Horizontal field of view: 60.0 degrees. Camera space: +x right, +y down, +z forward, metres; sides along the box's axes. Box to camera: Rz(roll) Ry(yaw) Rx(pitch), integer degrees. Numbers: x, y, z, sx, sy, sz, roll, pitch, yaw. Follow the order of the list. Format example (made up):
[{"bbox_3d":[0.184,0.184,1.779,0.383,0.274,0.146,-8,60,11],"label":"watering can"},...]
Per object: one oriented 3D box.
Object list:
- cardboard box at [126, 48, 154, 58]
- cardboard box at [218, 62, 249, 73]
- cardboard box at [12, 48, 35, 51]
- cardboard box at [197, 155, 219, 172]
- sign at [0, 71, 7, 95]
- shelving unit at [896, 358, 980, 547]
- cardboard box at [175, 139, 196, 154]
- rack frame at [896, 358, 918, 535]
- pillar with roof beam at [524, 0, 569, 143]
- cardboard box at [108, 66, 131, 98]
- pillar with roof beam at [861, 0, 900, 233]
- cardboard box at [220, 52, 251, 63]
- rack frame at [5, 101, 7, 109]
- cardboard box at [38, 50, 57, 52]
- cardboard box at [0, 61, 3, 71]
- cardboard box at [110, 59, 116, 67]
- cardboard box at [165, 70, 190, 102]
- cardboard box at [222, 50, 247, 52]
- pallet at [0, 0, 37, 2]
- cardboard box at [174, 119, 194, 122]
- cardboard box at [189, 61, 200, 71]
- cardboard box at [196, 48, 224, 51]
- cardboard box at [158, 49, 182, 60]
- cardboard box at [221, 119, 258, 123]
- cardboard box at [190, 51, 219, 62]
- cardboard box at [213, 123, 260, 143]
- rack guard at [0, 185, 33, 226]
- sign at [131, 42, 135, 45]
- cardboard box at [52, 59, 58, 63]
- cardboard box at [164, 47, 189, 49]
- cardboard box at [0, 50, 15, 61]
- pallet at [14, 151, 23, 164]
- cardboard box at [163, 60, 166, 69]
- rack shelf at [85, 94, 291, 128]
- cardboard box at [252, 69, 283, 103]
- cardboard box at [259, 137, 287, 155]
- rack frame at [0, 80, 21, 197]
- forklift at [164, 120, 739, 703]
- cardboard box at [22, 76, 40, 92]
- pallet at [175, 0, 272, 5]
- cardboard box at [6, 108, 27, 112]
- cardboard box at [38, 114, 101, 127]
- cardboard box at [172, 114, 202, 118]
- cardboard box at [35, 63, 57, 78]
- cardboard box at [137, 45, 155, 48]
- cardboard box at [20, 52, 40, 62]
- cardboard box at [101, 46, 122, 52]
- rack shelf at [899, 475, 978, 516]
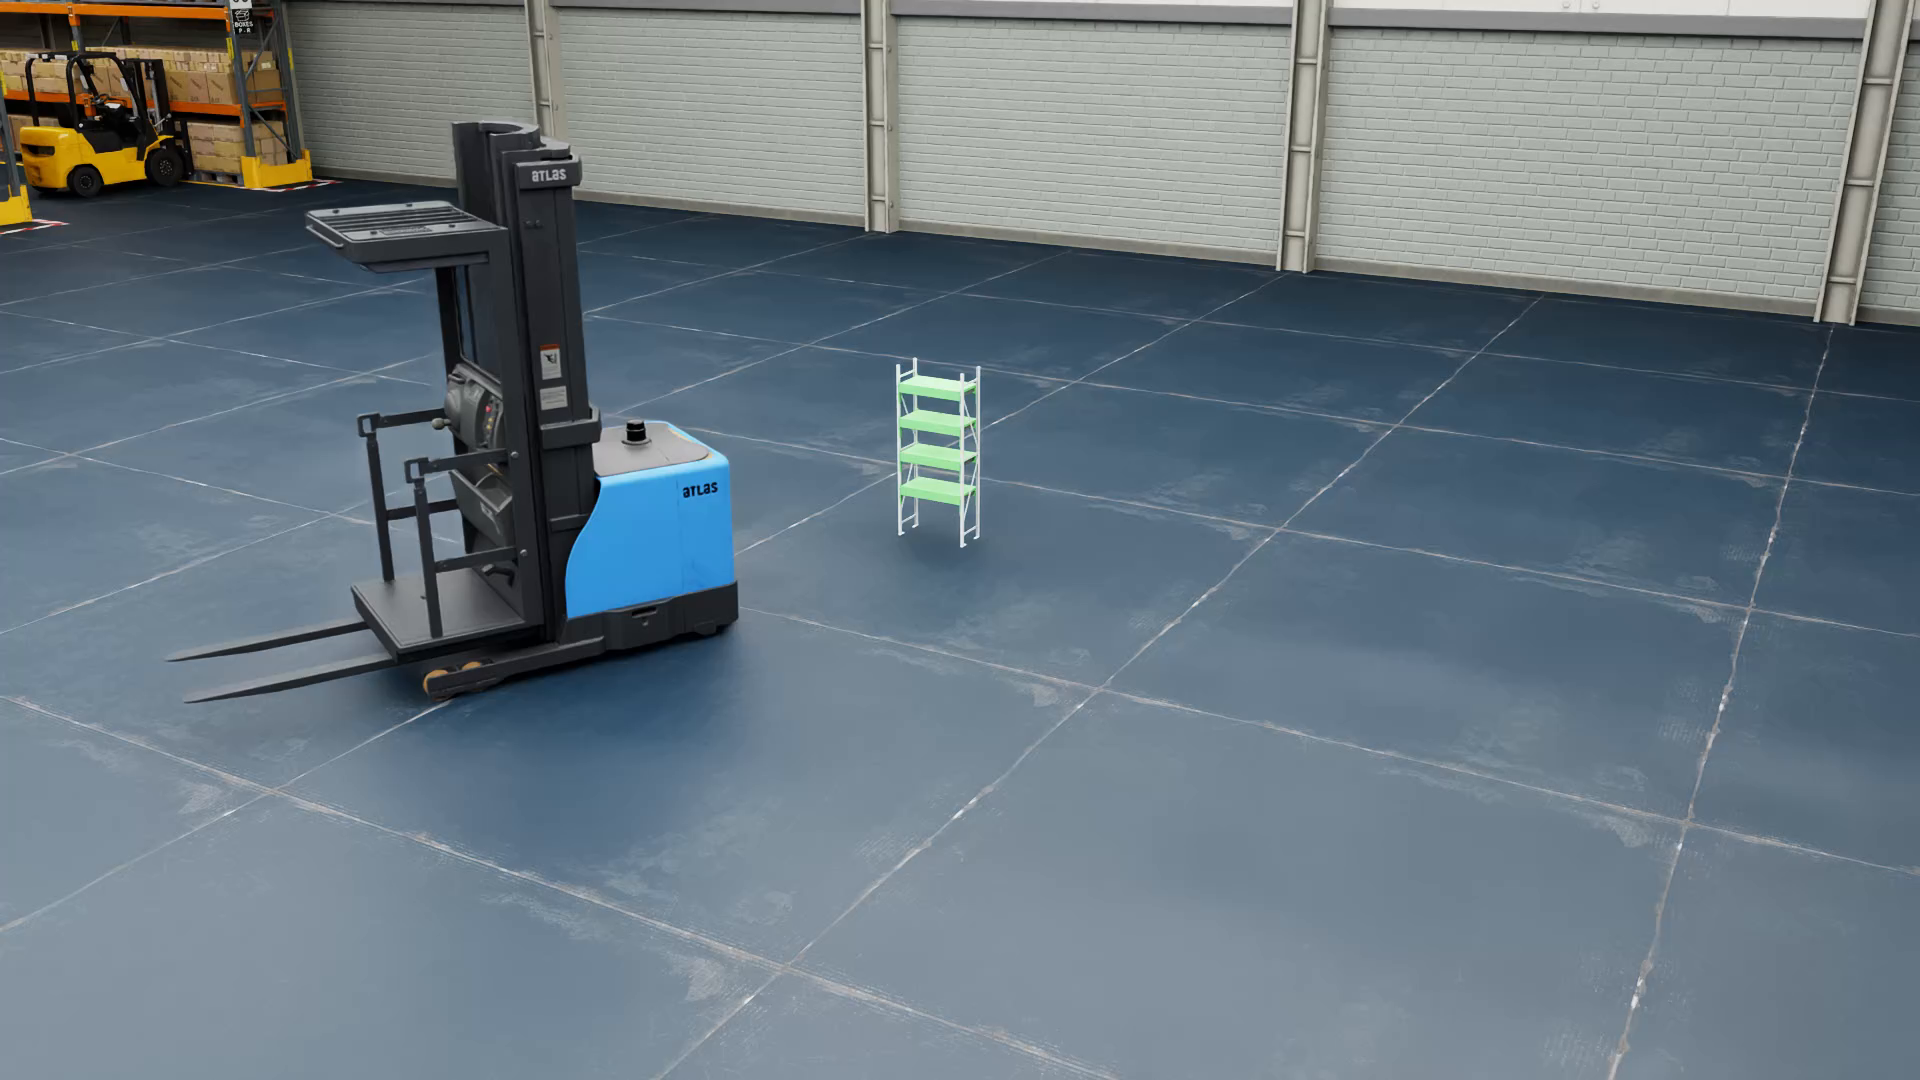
[{"bbox_3d":[-13.839,-8.220,28.093,0.250,0.149,0.380,10,22,26],"label":"cardboard box"},{"bbox_3d":[-11.833,-7.695,27.083,0.250,0.149,0.380,11,23,28],"label":"cardboard box"},{"bbox_3d":[-17.078,-8.900,30.402,0.250,0.149,0.380,11,22,27],"label":"cardboard box"},{"bbox_3d":[-12.388,-6.344,27.871,0.500,0.250,0.500,11,23,27],"label":"cardboard box"},{"bbox_3d":[-13.547,-6.459,23.504,0.005,0.325,0.100,11,23,27],"label":"sign"},{"bbox_3d":[-0.145,-0.592,11.236,0.503,1.200,0.258,11,23,27],"label":"shelving unit"},{"bbox_3d":[-12.865,-6.663,28.018,0.500,0.250,0.500,10,22,26],"label":"cardboard box"},{"bbox_3d":[-0.358,-0.632,11.348,0.015,1.200,0.240,11,23,27],"label":"rack frame"},{"bbox_3d":[-8.424,-8.294,21.034,0.400,9.000,9.100,11,23,27],"label":"pillar with roof beam"},{"bbox_3d":[-14.163,-7.848,28.455,0.500,0.500,0.500,11,23,28],"label":"cardboard box"},{"bbox_3d":[-3.186,-7.296,18.283,0.400,9.000,9.100,11,23,27],"label":"pillar with roof beam"},{"bbox_3d":[-11.810,-7.858,27.094,0.250,0.149,0.380,11,23,27],"label":"cardboard box"},{"bbox_3d":[-18.378,-8.700,30.949,0.127,3.000,1.000,11,23,27],"label":"rack frame"},{"bbox_3d":[-16.397,-8.776,30.062,0.250,0.149,0.380,11,23,28],"label":"cardboard box"},{"bbox_3d":[-17.225,-8.542,30.000,0.500,0.250,0.500,10,22,26],"label":"cardboard box"},{"bbox_3d":[-14.268,-8.177,28.412,0.250,0.149,0.380,11,23,27],"label":"cardboard box"},{"bbox_3d":[-12.848,-7.594,27.755,0.500,0.500,0.500,10,22,26],"label":"cardboard box"},{"bbox_3d":[-12.033,-8.074,27.689,0.250,0.149,0.380,11,23,28],"label":"cardboard box"},{"bbox_3d":[-16.764,-9.750,29.722,1.213,0.211,1.003,12,23,30],"label":"pallet"},{"bbox_3d":[-13.281,-6.978,28.154,0.500,0.250,0.500,10,22,26],"label":"cardboard box"},{"bbox_3d":[-12.479,-7.835,27.468,0.250,0.149,0.380,11,22,27],"label":"cardboard box"},{"bbox_3d":[-12.665,-8.229,28.117,0.250,0.149,0.380,10,22,26],"label":"cardboard box"},{"bbox_3d":[-13.152,-8.111,27.793,0.250,0.149,0.380,11,23,28],"label":"cardboard box"},{"bbox_3d":[-12.159,-6.962,28.110,0.500,0.250,0.500,11,23,27],"label":"cardboard box"},{"bbox_3d":[-12.463,-7.989,27.455,0.250,0.149,0.380,11,23,28],"label":"cardboard box"},{"bbox_3d":[-11.948,-6.728,27.463,0.500,0.250,0.500,12,23,29],"label":"cardboard box"},{"bbox_3d":[-13.878,-4.728,23.667,0.348,0.500,1.175,11,23,27],"label":"rack guard"},{"bbox_3d":[-14.617,-8.644,29.410,0.005,0.325,0.100,11,23,27],"label":"sign"},{"bbox_3d":[-15.715,-8.471,29.221,0.250,0.149,0.380,11,23,27],"label":"cardboard box"},{"bbox_3d":[-13.358,-8.340,28.425,0.250,0.149,0.380,11,22,27],"label":"cardboard box"},{"bbox_3d":[-17.112,-8.699,29.850,0.250,0.149,0.380,11,23,28],"label":"cardboard box"},{"bbox_3d":[-16.618,-7.037,30.455,1.213,0.211,1.003,11,23,27],"label":"pallet"},{"bbox_3d":[-13.139,-7.970,27.839,0.250,0.149,0.380,11,22,27],"label":"cardboard box"},{"bbox_3d":[-13.140,-7.364,28.321,4.000,0.370,1.077,11,23,27],"label":"rack shelf"},{"bbox_3d":[-11.691,-7.581,27.719,0.500,0.500,0.500,12,23,29],"label":"cardboard box"},{"bbox_3d":[-11.703,-6.649,27.979,0.500,0.250,0.500,11,23,28],"label":"cardboard box"},{"bbox_3d":[-13.812,-5.891,23.206,0.127,3.000,1.000,11,23,27],"label":"rack frame"},{"bbox_3d":[-2.835,-0.714,9.036,3.031,2.935,1.130,-12,23,-30],"label":"forklift"},{"bbox_3d":[-16.314,-8.143,29.636,0.500,0.250,0.500,11,23,28],"label":"cardboard box"},{"bbox_3d":[-11.999,-8.863,27.130,1.213,0.211,1.003,11,23,27],"label":"pallet"},{"bbox_3d":[-17.840,-7.673,30.985,0.625,0.625,0.875,12,23,29],"label":"cardboard box"},{"bbox_3d":[-16.021,-7.330,30.041,0.625,0.625,0.875,11,22,27],"label":"cardboard box"},{"bbox_3d":[-13.478,-7.217,28.812,0.500,0.250,0.500,11,23,28],"label":"cardboard box"},{"bbox_3d":[-15.892,-8.288,29.301,0.500,0.250,0.500,10,22,26],"label":"cardboard box"},{"bbox_3d":[-14.024,-8.469,28.779,0.250,0.149,0.380,11,22,27],"label":"cardboard box"},{"bbox_3d":[-16.423,-8.581,29.524,0.250,0.149,0.380,11,23,28],"label":"cardboard box"},{"bbox_3d":[-14.472,-8.373,28.516,0.250,0.149,0.380,11,23,28],"label":"cardboard box"},{"bbox_3d":[-0.145,-0.306,11.340,0.480,0.148,0.258,11,23,27],"label":"rack shelf"}]
